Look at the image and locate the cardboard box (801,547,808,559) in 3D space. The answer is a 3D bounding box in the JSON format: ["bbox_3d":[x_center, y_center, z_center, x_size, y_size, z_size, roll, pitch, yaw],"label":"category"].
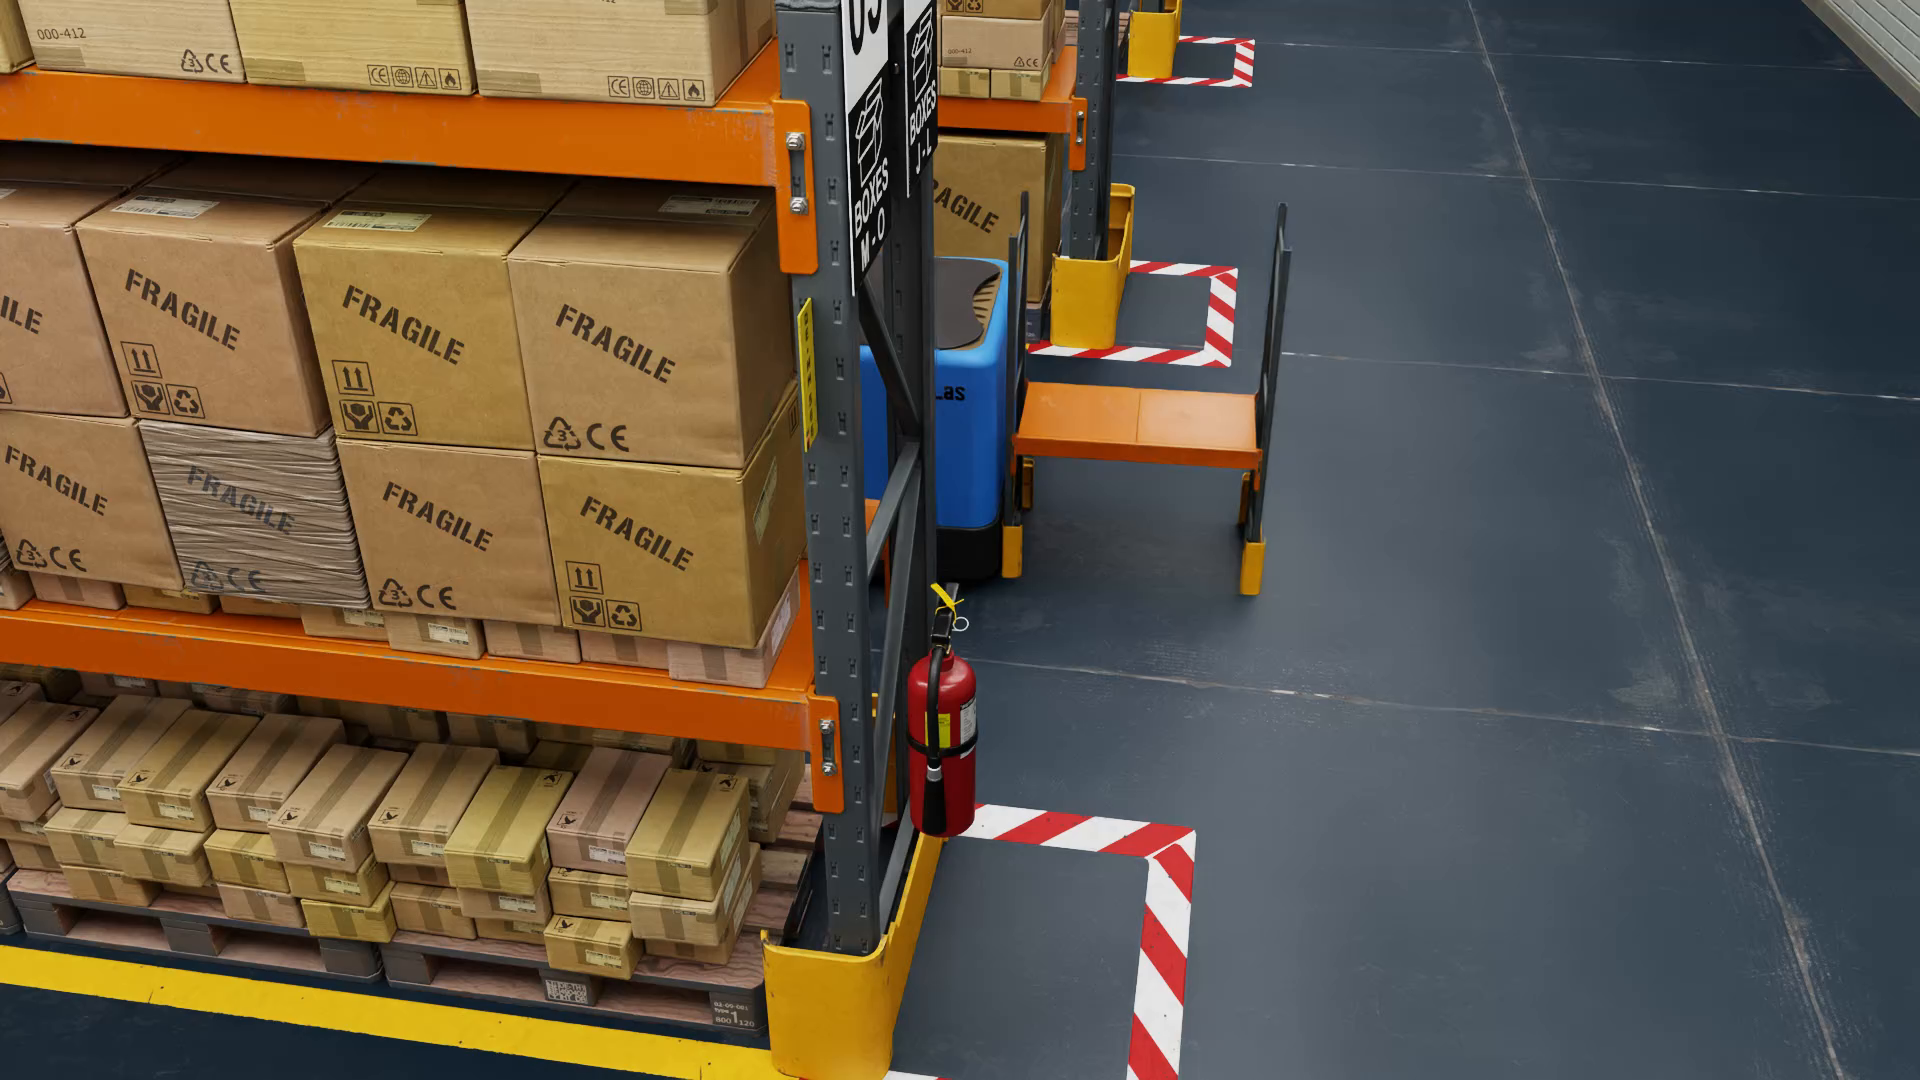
[{"bbox_3d":[-0.480,-0.112,4.839,0.250,0.149,0.380,5,32,8],"label":"cardboard box"}]

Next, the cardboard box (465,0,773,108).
[{"bbox_3d":[-0.708,-1.128,3.540,0.500,0.250,0.500,5,32,7],"label":"cardboard box"}]

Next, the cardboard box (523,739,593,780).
[{"bbox_3d":[-1.205,0.675,5.355,0.250,0.149,0.380,6,32,9],"label":"cardboard box"}]

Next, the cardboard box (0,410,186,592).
[{"bbox_3d":[-2.200,-0.231,4.417,0.500,0.500,0.500,7,33,11],"label":"cardboard box"}]

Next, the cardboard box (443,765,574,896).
[{"bbox_3d":[-1.295,0.836,4.818,0.250,0.149,0.380,4,32,7],"label":"cardboard box"}]

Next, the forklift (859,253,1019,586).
[{"bbox_3d":[-1.290,-1.392,6.711,3.031,2.935,1.130,4,32,6],"label":"forklift"}]

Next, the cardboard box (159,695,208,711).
[{"bbox_3d":[-2.513,0.544,5.565,0.250,0.149,0.380,4,32,6],"label":"cardboard box"}]

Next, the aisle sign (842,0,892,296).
[{"bbox_3d":[-0.194,-0.957,3.501,0.004,0.787,0.394,5,32,8],"label":"aisle sign"}]

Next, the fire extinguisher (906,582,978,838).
[{"bbox_3d":[-0.045,0.436,4.150,0.183,0.674,0.296,5,32,8],"label":"fire extinguisher"}]

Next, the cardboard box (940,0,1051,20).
[{"bbox_3d":[0.194,-2.890,8.194,0.500,0.500,0.500,6,32,9],"label":"cardboard box"}]

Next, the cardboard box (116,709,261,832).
[{"bbox_3d":[-2.318,0.695,5.043,0.250,0.149,0.380,5,32,8],"label":"cardboard box"}]

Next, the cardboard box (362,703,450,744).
[{"bbox_3d":[-1.724,0.476,5.393,0.250,0.149,0.380,6,33,10],"label":"cardboard box"}]

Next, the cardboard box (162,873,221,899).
[{"bbox_3d":[-2.296,0.934,5.222,0.250,0.149,0.380,6,33,10],"label":"cardboard box"}]

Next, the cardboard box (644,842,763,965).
[{"bbox_3d":[-0.770,1.074,4.998,0.250,0.149,0.380,6,32,9],"label":"cardboard box"}]

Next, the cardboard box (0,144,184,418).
[{"bbox_3d":[-2.244,-0.654,4.150,0.500,0.500,0.500,4,32,7],"label":"cardboard box"}]

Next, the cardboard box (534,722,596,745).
[{"bbox_3d":[-1.194,0.484,5.380,0.250,0.149,0.380,5,32,8],"label":"cardboard box"}]

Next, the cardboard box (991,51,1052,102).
[{"bbox_3d":[0.312,-2.356,8.424,0.250,0.149,0.380,6,33,9],"label":"cardboard box"}]

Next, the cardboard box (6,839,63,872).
[{"bbox_3d":[-2.808,0.877,5.314,0.250,0.149,0.380,4,32,6],"label":"cardboard box"}]

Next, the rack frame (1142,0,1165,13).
[{"bbox_3d":[1.552,-5.194,12.721,0.127,3.000,1.000,5,32,8],"label":"rack frame"}]

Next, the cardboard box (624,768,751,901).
[{"bbox_3d":[-0.780,0.845,4.803,0.250,0.149,0.380,6,32,9],"label":"cardboard box"}]

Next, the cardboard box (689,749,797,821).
[{"bbox_3d":[-0.689,0.705,5.307,0.250,0.149,0.380,6,33,10],"label":"cardboard box"}]

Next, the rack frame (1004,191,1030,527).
[{"bbox_3d":[0.231,-0.631,6.845,0.032,1.500,0.500,4,32,6],"label":"rack frame"}]

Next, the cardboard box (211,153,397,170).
[{"bbox_3d":[-1.621,-0.889,4.527,0.500,0.500,0.500,4,32,7],"label":"cardboard box"}]

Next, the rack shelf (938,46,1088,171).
[{"bbox_3d":[-1.253,-2.477,9.058,4.000,0.370,1.077,5,32,8],"label":"rack shelf"}]

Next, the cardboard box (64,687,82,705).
[{"bbox_3d":[-3.028,0.497,5.640,0.250,0.149,0.380,5,32,9],"label":"cardboard box"}]

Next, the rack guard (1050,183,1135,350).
[{"bbox_3d":[0.742,-1.542,9.242,0.348,0.500,1.175,5,32,8],"label":"rack guard"}]

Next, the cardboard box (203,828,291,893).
[{"bbox_3d":[-2.059,0.871,5.043,0.250,0.149,0.380,7,33,11],"label":"cardboard box"}]

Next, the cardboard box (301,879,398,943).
[{"bbox_3d":[-1.794,1.030,5.068,0.250,0.149,0.380,4,32,6],"label":"cardboard box"}]

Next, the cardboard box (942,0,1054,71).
[{"bbox_3d":[0.196,-2.570,8.390,0.500,0.250,0.500,5,32,7],"label":"cardboard box"}]

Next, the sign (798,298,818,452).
[{"bbox_3d":[-0.329,-0.355,3.600,0.005,0.325,0.100,5,32,8],"label":"sign"}]

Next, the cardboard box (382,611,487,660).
[{"bbox_3d":[-1.328,0.140,4.436,0.250,0.149,0.380,6,33,10],"label":"cardboard box"}]

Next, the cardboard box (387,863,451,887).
[{"bbox_3d":[-1.544,0.865,5.052,0.250,0.149,0.380,5,32,8],"label":"cardboard box"}]

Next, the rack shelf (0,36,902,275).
[{"bbox_3d":[-2.187,-1.163,4.132,4.000,0.370,1.077,5,32,8],"label":"rack shelf"}]

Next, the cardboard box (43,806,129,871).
[{"bbox_3d":[-2.573,0.825,5.115,0.250,0.149,0.380,5,32,8],"label":"cardboard box"}]

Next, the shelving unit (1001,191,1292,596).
[{"bbox_3d":[0.744,-0.596,6.788,1.083,1.500,0.587,4,32,6],"label":"shelving unit"}]

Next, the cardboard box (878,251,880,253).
[{"bbox_3d":[-0.823,-1.977,9.189,0.875,0.875,0.875,5,32,8],"label":"cardboard box"}]

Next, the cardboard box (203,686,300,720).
[{"bbox_3d":[-2.239,0.456,5.425,0.250,0.149,0.380,5,32,8],"label":"cardboard box"}]

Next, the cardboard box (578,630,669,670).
[{"bbox_3d":[-0.823,0.165,4.396,0.250,0.149,0.380,5,32,8],"label":"cardboard box"}]

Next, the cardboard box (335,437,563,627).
[{"bbox_3d":[-1.209,-0.141,4.273,0.500,0.500,0.500,5,32,7],"label":"cardboard box"}]

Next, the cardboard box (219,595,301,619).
[{"bbox_3d":[-1.839,0.046,4.586,0.250,0.149,0.380,4,32,6],"label":"cardboard box"}]

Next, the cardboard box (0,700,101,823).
[{"bbox_3d":[-2.837,0.671,5.081,0.250,0.149,0.380,6,33,9],"label":"cardboard box"}]

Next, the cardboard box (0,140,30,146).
[{"bbox_3d":[-2.637,-0.971,4.657,0.500,0.500,0.500,6,33,9],"label":"cardboard box"}]

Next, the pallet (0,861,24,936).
[{"bbox_3d":[-3.491,0.848,5.696,1.213,0.211,1.003,5,32,8],"label":"pallet"}]

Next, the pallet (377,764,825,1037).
[{"bbox_3d":[-1.085,1.066,5.348,1.213,0.211,1.003,5,32,8],"label":"pallet"}]

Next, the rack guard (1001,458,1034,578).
[{"bbox_3d":[0.250,-0.100,7.175,0.087,0.250,0.587,4,32,6],"label":"rack guard"}]

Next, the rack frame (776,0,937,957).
[{"bbox_3d":[-0.216,-0.018,4.452,0.127,3.000,1.000,5,32,8],"label":"rack frame"}]

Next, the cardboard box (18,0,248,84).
[{"bbox_3d":[-1.699,-1.221,3.688,0.500,0.250,0.500,7,33,10],"label":"cardboard box"}]

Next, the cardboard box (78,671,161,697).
[{"bbox_3d":[-2.734,0.359,5.580,0.250,0.149,0.380,4,32,6],"label":"cardboard box"}]

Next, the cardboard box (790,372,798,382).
[{"bbox_3d":[-0.612,-0.371,4.642,0.500,0.500,0.500,7,33,11],"label":"cardboard box"}]

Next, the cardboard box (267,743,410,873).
[{"bbox_3d":[-1.813,0.785,4.899,0.250,0.149,0.380,6,33,10],"label":"cardboard box"}]

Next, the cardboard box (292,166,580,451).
[{"bbox_3d":[-1.208,-0.567,4.011,0.500,0.500,0.500,4,32,7],"label":"cardboard box"}]

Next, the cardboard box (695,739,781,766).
[{"bbox_3d":[-0.675,0.535,5.298,0.250,0.149,0.380,4,32,6],"label":"cardboard box"}]

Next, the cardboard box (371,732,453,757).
[{"bbox_3d":[-1.718,0.622,5.440,0.250,0.149,0.380,4,32,6],"label":"cardboard box"}]

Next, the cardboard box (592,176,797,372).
[{"bbox_3d":[-0.613,-0.790,4.367,0.500,0.500,0.500,5,32,8],"label":"cardboard box"}]

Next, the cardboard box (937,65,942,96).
[{"bbox_3d":[-0.193,-2.402,8.497,0.250,0.149,0.380,5,32,8],"label":"cardboard box"}]

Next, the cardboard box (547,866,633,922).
[{"bbox_3d":[-1.032,0.937,4.937,0.250,0.149,0.380,4,32,7],"label":"cardboard box"}]

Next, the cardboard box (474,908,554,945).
[{"bbox_3d":[-1.286,1.036,5.060,0.250,0.149,0.380,5,32,8],"label":"cardboard box"}]

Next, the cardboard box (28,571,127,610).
[{"bbox_3d":[-2.356,0.019,4.629,0.250,0.149,0.380,6,33,10],"label":"cardboard box"}]
